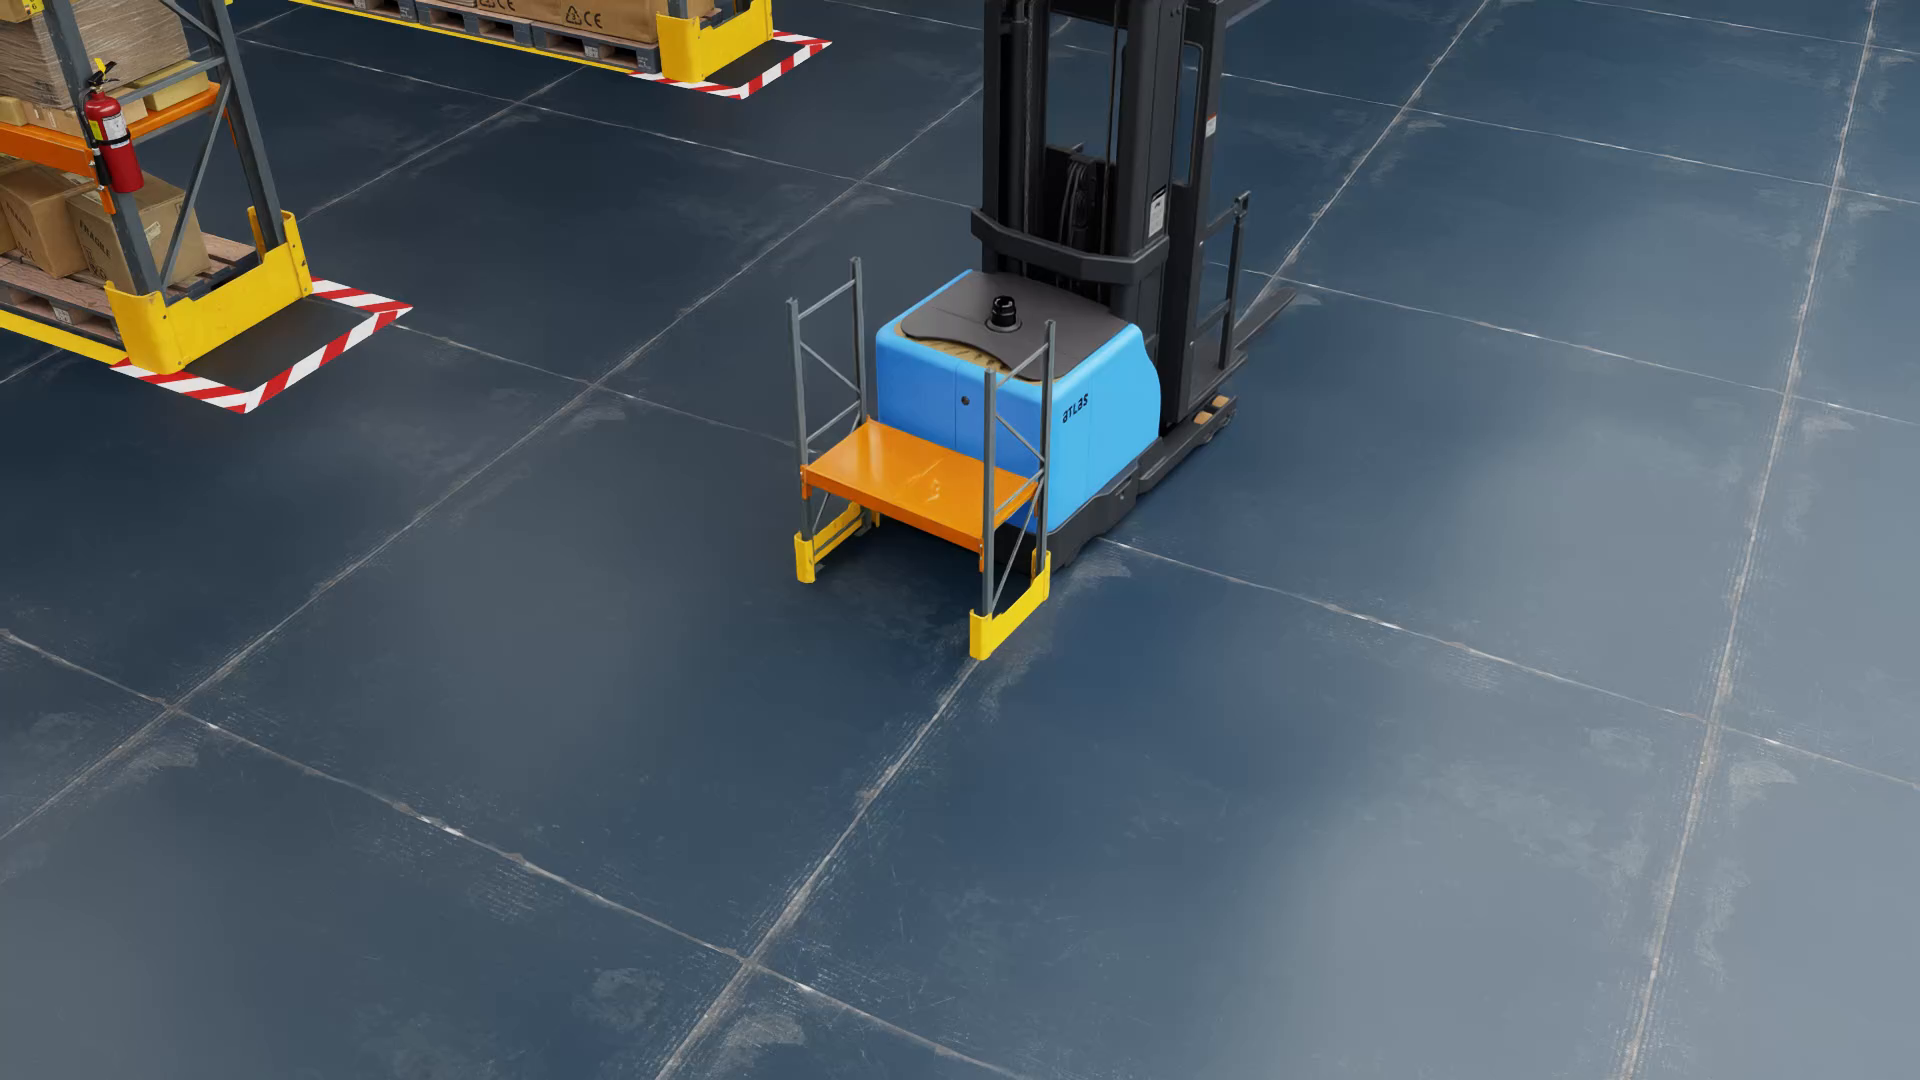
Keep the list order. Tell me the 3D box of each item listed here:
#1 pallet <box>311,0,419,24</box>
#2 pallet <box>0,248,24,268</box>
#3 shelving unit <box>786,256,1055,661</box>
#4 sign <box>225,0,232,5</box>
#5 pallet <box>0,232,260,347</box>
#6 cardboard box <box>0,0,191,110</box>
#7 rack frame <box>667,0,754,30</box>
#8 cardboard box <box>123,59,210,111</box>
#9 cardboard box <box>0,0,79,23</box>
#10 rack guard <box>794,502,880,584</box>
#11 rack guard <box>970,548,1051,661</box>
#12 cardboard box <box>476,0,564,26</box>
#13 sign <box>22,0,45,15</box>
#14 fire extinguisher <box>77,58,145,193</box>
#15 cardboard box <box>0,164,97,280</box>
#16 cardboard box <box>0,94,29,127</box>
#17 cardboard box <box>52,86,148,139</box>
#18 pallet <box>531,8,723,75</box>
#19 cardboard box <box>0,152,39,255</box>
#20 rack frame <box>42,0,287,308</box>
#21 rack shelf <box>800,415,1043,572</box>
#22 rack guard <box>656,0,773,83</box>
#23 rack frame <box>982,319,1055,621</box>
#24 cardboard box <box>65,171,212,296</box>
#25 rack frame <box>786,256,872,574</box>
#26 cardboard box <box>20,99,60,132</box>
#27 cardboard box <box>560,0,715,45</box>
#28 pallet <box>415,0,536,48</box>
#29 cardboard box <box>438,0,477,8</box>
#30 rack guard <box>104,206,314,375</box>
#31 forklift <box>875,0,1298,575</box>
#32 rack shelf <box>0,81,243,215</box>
[{"bbox_3d":[-4.871,-4.846,14.460,1.213,0.211,1.003,17,41,21],"label":"pallet"},{"bbox_3d":[-6.181,-1.958,10.655,1.213,0.211,1.003,17,41,21],"label":"pallet"},{"bbox_3d":[-0.180,-0.375,7.503,1.083,1.500,0.587,22,42,26],"label":"shelving unit"},{"bbox_3d":[-4.079,-3.099,9.136,0.005,0.325,0.100,17,41,21],"label":"sign"},{"bbox_3d":[-5.101,-1.618,10.208,1.213,0.211,1.003,17,41,21],"label":"pallet"},{"bbox_3d":[-4.804,-2.789,9.115,0.500,0.500,0.875,17,41,21],"label":"cardboard box"},{"bbox_3d":[-1.958,-5.098,12.485,0.127,3.000,1.000,17,41,21],"label":"rack frame"},{"bbox_3d":[-4.472,-2.570,9.363,0.250,0.149,0.380,17,41,21],"label":"cardboard box"},{"bbox_3d":[-4.931,-3.040,8.618,0.500,0.500,0.500,17,41,21],"label":"cardboard box"},{"bbox_3d":[-0.594,-0.045,8.102,0.087,0.250,0.587,22,42,26],"label":"rack guard"},{"bbox_3d":[0.233,0.291,7.660,0.087,0.250,0.587,22,42,26],"label":"rack guard"},{"bbox_3d":[-3.373,-4.816,13.523,0.875,0.875,0.875,17,40,21],"label":"cardboard box"},{"bbox_3d":[-4.602,-2.758,8.183,0.005,0.325,0.100,17,41,21],"label":"sign"},{"bbox_3d":[-4.439,-2.153,8.670,0.183,0.674,0.296,17,41,21],"label":"fire extinguisher"},{"bbox_3d":[-5.422,-1.965,10.078,0.500,0.500,0.500,29,46,33],"label":"cardboard box"},{"bbox_3d":[-5.144,-2.443,9.196,0.250,0.149,0.380,17,41,21],"label":"cardboard box"},{"bbox_3d":[-4.677,-2.331,9.048,0.250,0.149,0.380,17,41,21],"label":"cardboard box"},{"bbox_3d":[-2.704,-4.168,13.566,1.213,0.211,1.003,17,41,21],"label":"pallet"},{"bbox_3d":[-5.969,-2.149,10.321,0.500,0.500,0.500,21,42,26],"label":"cardboard box"},{"bbox_3d":[-4.329,-2.463,9.014,0.127,3.000,1.000,17,41,21],"label":"rack frame"},{"bbox_3d":[-0.173,-0.228,7.608,1.000,0.185,0.538,22,42,26],"label":"rack shelf"},{"bbox_3d":[-1.937,-4.096,13.232,0.348,0.500,1.175,17,41,21],"label":"rack guard"},{"bbox_3d":[0.249,-0.200,7.273,0.032,1.500,0.500,22,42,26],"label":"rack frame"},{"bbox_3d":[-4.875,-1.817,9.883,0.500,0.500,0.500,25,44,29],"label":"cardboard box"},{"bbox_3d":[-0.595,-0.543,7.725,0.032,1.500,0.500,22,42,26],"label":"rack frame"},{"bbox_3d":[-4.898,-2.401,9.140,0.250,0.149,0.380,17,41,21],"label":"cardboard box"},{"bbox_3d":[-2.590,-4.572,13.202,0.875,0.875,0.875,18,41,22],"label":"cardboard box"},{"bbox_3d":[-3.783,-4.507,14.014,1.213,0.211,1.003,17,41,21],"label":"pallet"},{"bbox_3d":[-4.181,-5.070,13.858,0.875,0.875,0.875,18,41,22],"label":"cardboard box"},{"bbox_3d":[-4.396,-1.489,9.798,0.348,0.500,1.175,17,41,21],"label":"rack guard"},{"bbox_3d":[0.850,-1.844,8.256,1.130,2.935,3.031,23,43,27],"label":"forklift"},{"bbox_3d":[-6.105,-2.733,9.964,4.000,0.370,1.077,17,41,21],"label":"rack shelf"}]
